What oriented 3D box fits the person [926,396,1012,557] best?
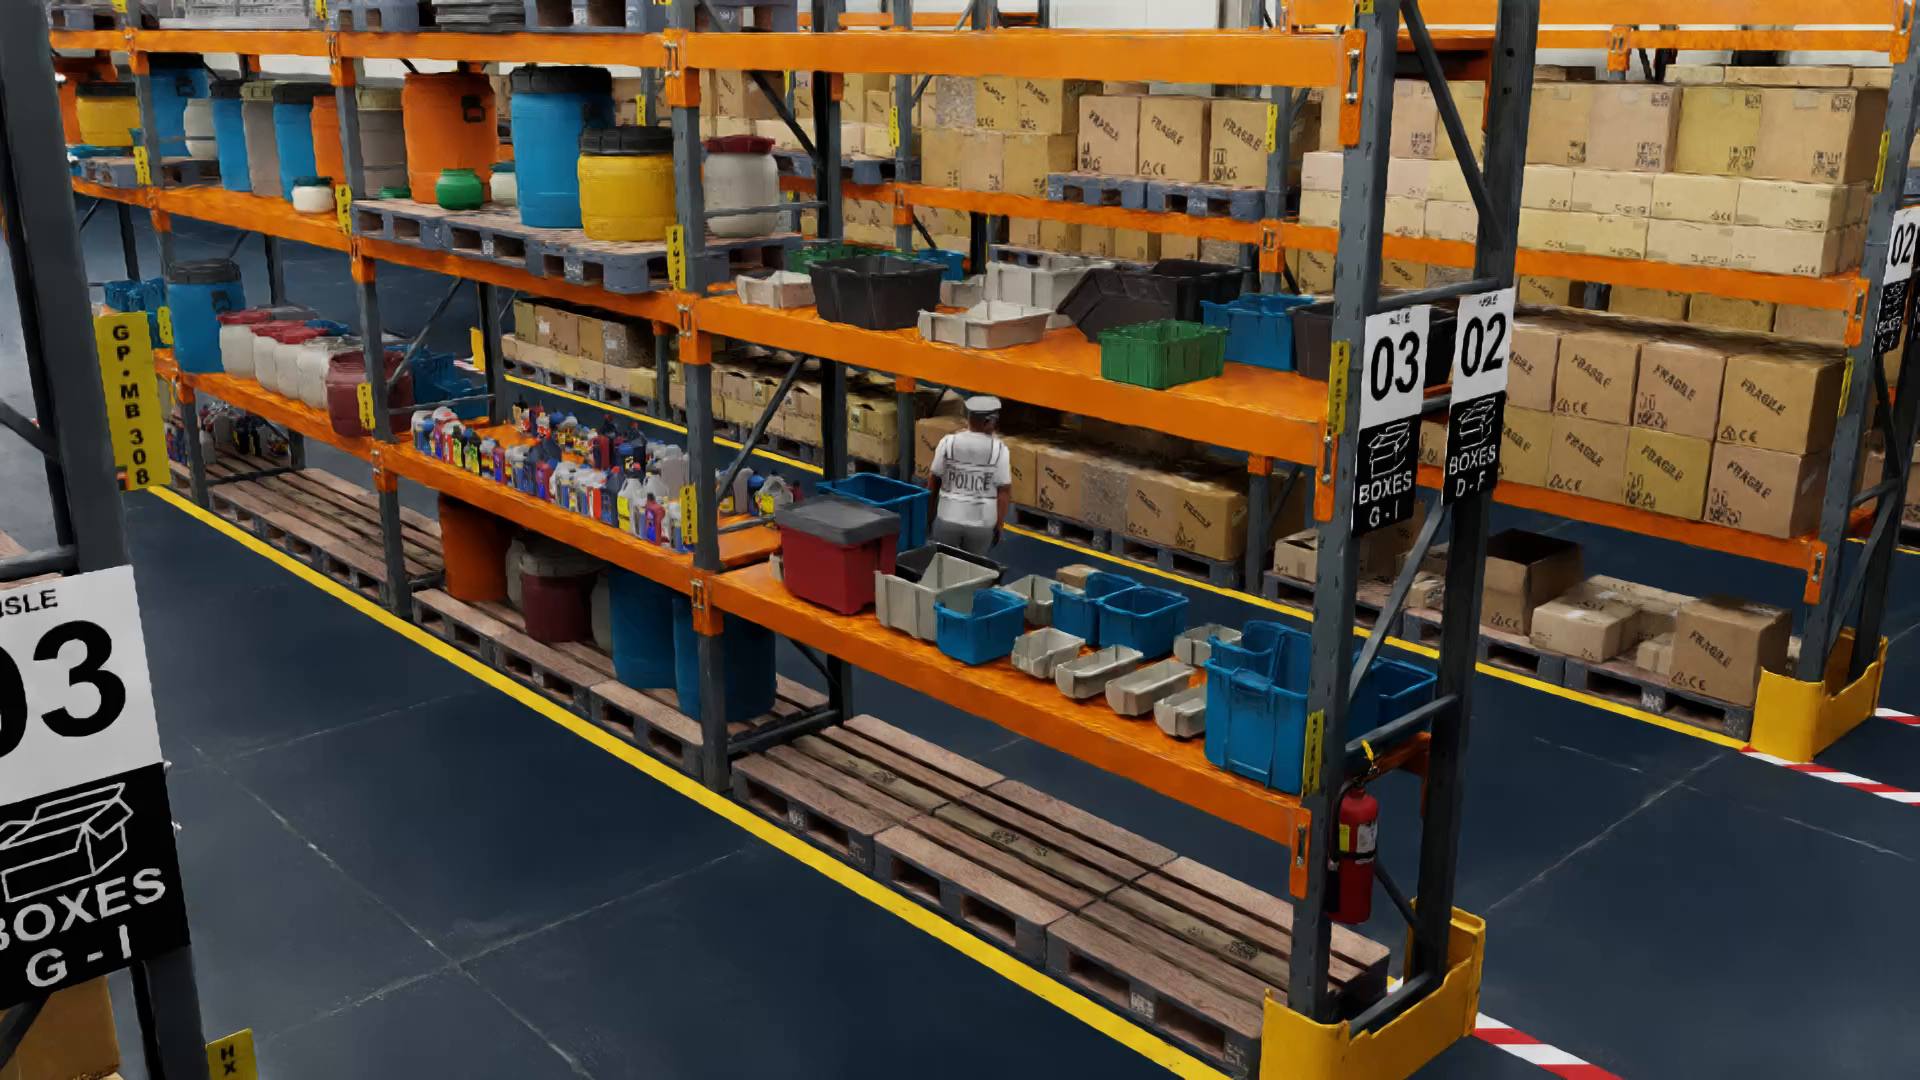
[{"bbox_3d":[0.019,-0.144,11.538,0.682,1.737,0.497,1,17,4],"label":"person"}]
